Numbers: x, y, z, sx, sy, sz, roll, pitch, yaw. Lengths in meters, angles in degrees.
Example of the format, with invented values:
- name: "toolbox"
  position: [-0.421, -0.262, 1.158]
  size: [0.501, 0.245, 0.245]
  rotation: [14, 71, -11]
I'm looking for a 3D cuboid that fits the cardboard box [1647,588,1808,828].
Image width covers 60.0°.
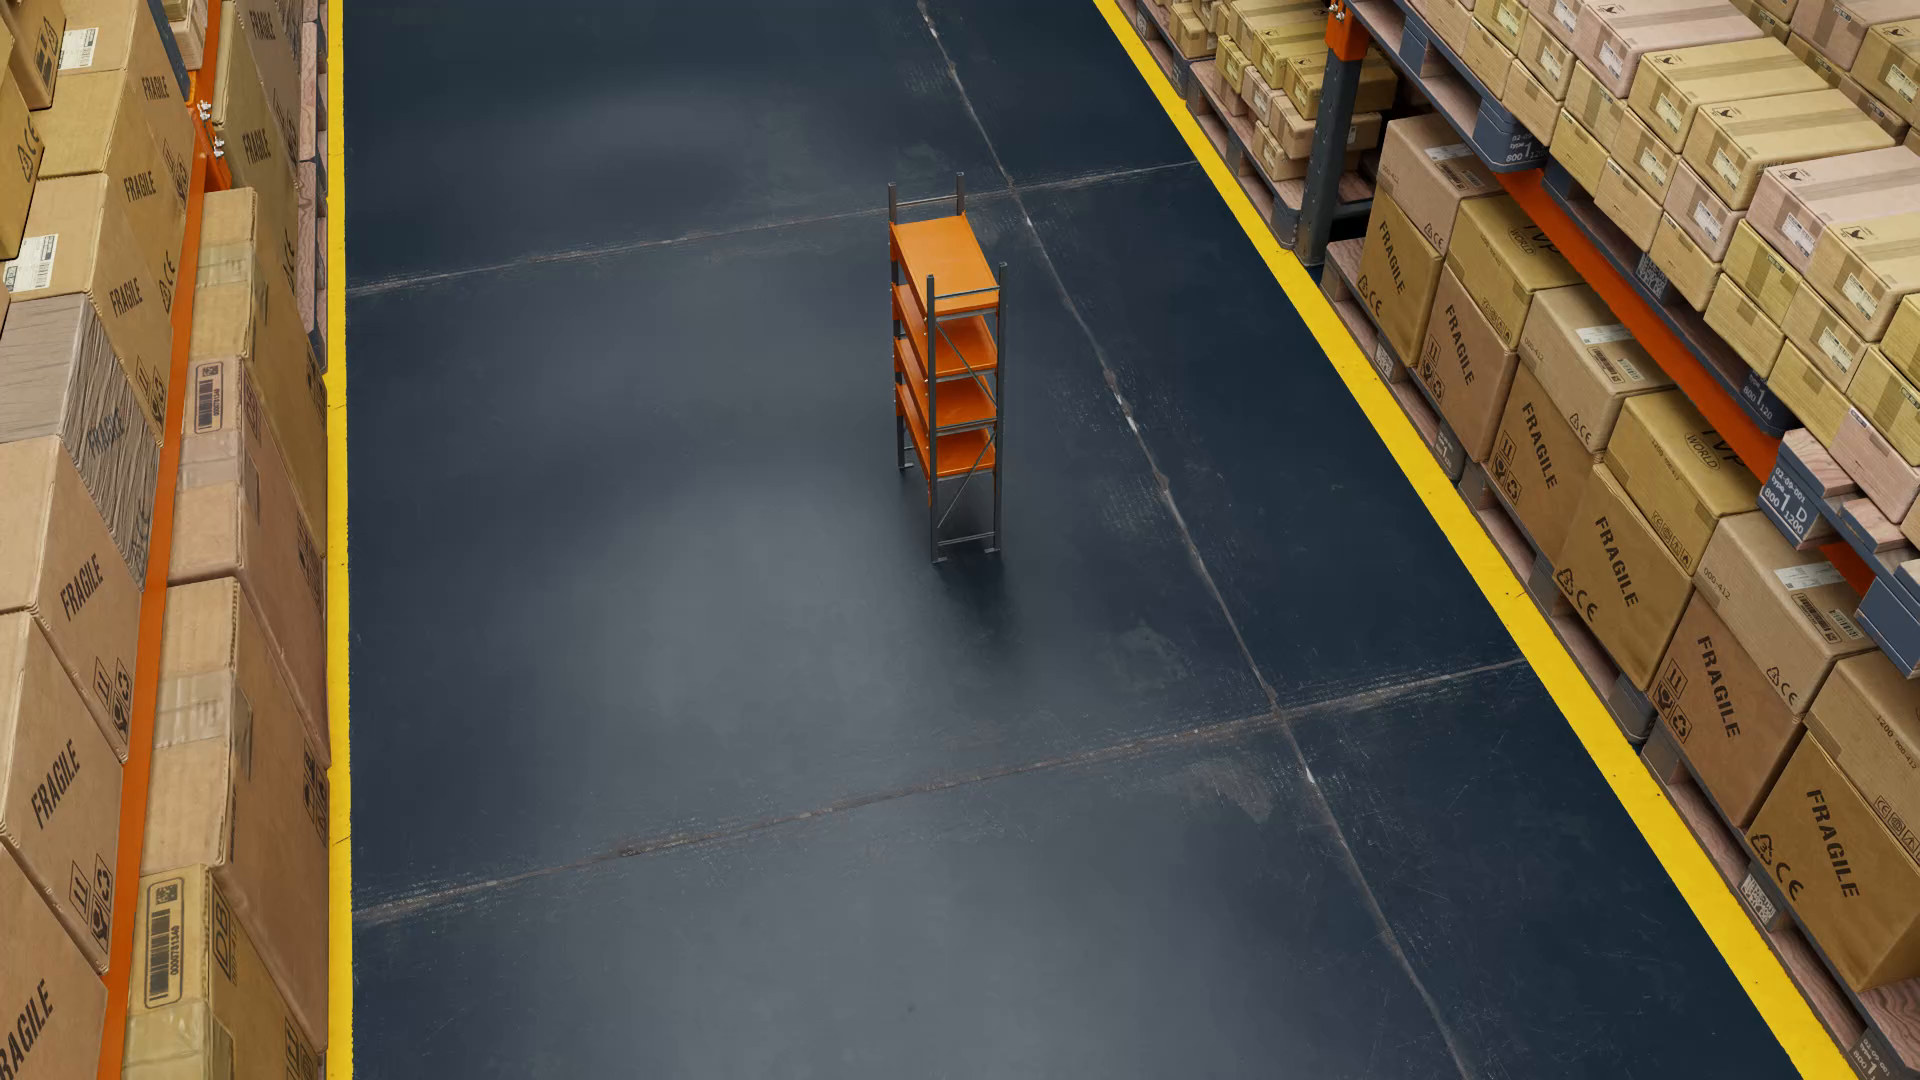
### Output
- name: "cardboard box"
  position: [2.358, 0.425, 4.689]
  size: [0.500, 0.500, 0.500]
  rotation: [-9, 46, -9]

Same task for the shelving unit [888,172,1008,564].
- name: "shelving unit"
  position: [-0.042, -0.534, 5.433]
  size: [0.258, 1.200, 0.503]
  rotation: [-11, 47, -10]

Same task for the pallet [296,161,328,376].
- name: "pallet"
  position: [-3.055, -1.025, 6.607]
  size: [1.003, 0.211, 1.213]
  rotation: [-11, 47, -10]

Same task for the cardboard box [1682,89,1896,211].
- name: "cardboard box"
  position: [2.011, -0.952, 4.048]
  size: [0.380, 0.149, 0.250]
  rotation: [-9, 46, -8]

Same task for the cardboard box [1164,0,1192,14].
- name: "cardboard box"
  position: [1.188, -2.563, 7.864]
  size: [0.380, 0.149, 0.250]
  rotation: [-10, 46, -10]

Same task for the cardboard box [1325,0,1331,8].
- name: "cardboard box"
  position: [1.782, -2.474, 7.360]
  size: [0.380, 0.149, 0.250]
  rotation: [-12, 47, -11]

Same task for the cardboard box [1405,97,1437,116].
- name: "cardboard box"
  position: [2.101, -1.861, 6.967]
  size: [0.380, 0.149, 0.250]
  rotation: [-9, 46, -8]

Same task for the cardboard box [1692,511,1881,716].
- name: "cardboard box"
  position: [2.340, 0.157, 4.427]
  size: [0.500, 0.250, 0.500]
  rotation: [-10, 46, -10]

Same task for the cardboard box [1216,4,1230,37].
- name: "cardboard box"
  position: [1.360, -2.269, 7.367]
  size: [0.380, 0.149, 0.250]
  rotation: [-10, 46, -10]

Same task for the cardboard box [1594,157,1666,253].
- name: "cardboard box"
  position: [1.942, -0.927, 4.440]
  size: [0.380, 0.149, 0.250]
  rotation: [-13, 47, -12]

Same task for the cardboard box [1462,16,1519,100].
- name: "cardboard box"
  position: [1.741, -1.465, 4.967]
  size: [0.380, 0.149, 0.250]
  rotation: [-10, 46, -10]

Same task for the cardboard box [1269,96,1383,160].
- name: "cardboard box"
  position: [1.496, -1.712, 6.821]
  size: [0.380, 0.149, 0.250]
  rotation: [-10, 46, -10]

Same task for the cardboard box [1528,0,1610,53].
- name: "cardboard box"
  position: [1.809, -1.492, 4.577]
  size: [0.380, 0.149, 0.250]
  rotation: [-11, 47, -11]

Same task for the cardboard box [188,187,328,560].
- name: "cardboard box"
  position: [-2.753, -0.427, 5.262]
  size: [1.225, 0.875, 0.875]
  rotation: [-11, 47, -10]

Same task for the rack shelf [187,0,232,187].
- name: "rack shelf"
  position: [-3.448, -2.591, 6.693]
  size: [1.077, 0.370, 4.000]
  rotation: [-11, 47, -10]

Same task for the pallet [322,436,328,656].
- name: "pallet"
  position: [-2.666, 0.033, 5.570]
  size: [1.003, 0.211, 1.213]
  rotation: [-11, 47, -10]

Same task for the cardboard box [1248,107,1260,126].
- name: "cardboard box"
  position: [1.469, -1.851, 7.166]
  size: [0.380, 0.149, 0.250]
  rotation: [-10, 46, -9]

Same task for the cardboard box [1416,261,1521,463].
- name: "cardboard box"
  position: [1.954, -0.647, 5.740]
  size: [0.500, 0.500, 0.500]
  rotation: [-9, 46, -9]

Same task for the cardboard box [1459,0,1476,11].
- name: "cardboard box"
  position: [1.675, -1.749, 5.038]
  size: [0.380, 0.149, 0.250]
  rotation: [-10, 46, -9]

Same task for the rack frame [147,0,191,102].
- name: "rack frame"
  position: [-2.936, -1.462, 5.082]
  size: [1.000, 3.000, 0.127]
  rotation: [-11, 47, -10]

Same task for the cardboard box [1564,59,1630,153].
- name: "cardboard box"
  position: [1.881, -1.201, 4.500]
  size: [0.380, 0.149, 0.250]
  rotation: [-11, 47, -11]

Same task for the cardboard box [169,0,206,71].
- name: "cardboard box"
  position: [-2.690, -1.639, 5.432]
  size: [0.380, 0.149, 0.250]
  rotation: [-11, 47, -10]

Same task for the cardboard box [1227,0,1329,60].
- name: "cardboard box"
  position: [1.367, -2.194, 7.085]
  size: [0.380, 0.149, 0.250]
  rotation: [-11, 47, -11]

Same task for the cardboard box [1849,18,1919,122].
- name: "cardboard box"
  position: [2.579, -1.239, 4.329]
  size: [0.380, 0.149, 0.250]
  rotation: [-11, 47, -11]

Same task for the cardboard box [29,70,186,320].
- name: "cardboard box"
  position: [-2.432, -0.881, 4.443]
  size: [0.500, 0.500, 0.500]
  rotation: [-9, 46, -9]

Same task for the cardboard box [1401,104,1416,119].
- name: "cardboard box"
  position: [2.102, -1.758, 7.075]
  size: [0.380, 0.149, 0.250]
  rotation: [-13, 47, -12]

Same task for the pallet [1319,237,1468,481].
- name: "pallet"
  position: [2.085, -0.786, 6.372]
  size: [1.003, 0.211, 1.213]
  rotation: [-11, 47, -10]

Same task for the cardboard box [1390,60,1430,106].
- name: "cardboard box"
  position: [1.996, -1.932, 6.829]
  size: [0.380, 0.149, 0.250]
  rotation: [-9, 46, -9]

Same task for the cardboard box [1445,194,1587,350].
- name: "cardboard box"
  position: [1.957, -0.908, 5.471]
  size: [0.500, 0.250, 0.500]
  rotation: [-10, 46, -9]

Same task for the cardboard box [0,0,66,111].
- name: "cardboard box"
  position: [-2.765, -1.408, 4.258]
  size: [0.797, 0.503, 0.637]
  rotation: [-12, 47, -11]

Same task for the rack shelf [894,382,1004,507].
- name: "rack shelf"
  position: [-0.042, -0.348, 5.623]
  size: [0.258, 0.148, 0.480]
  rotation: [-11, 47, -10]

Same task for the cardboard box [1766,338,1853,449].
- name: "cardboard box"
  position: [2.149, -0.375, 3.899]
  size: [0.380, 0.149, 0.250]
  rotation: [-11, 47, -11]

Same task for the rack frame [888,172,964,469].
- name: "rack frame"
  position: [-0.105, -0.703, 5.599]
  size: [0.240, 1.200, 0.015]
  rotation: [-11, 47, -10]

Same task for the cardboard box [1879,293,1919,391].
- name: "cardboard box"
  position: [2.211, -0.414, 3.521]
  size: [0.380, 0.149, 0.250]
  rotation: [-9, 46, -9]

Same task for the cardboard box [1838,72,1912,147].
- name: "cardboard box"
  position: [2.575, -1.145, 4.446]
  size: [0.380, 0.149, 0.250]
  rotation: [-9, 46, -9]

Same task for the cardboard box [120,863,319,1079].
- name: "cardboard box"
  position: [-2.069, 1.416, 3.455]
  size: [1.225, 0.875, 0.875]
  rotation: [-13, 47, -12]

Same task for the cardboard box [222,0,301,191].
- name: "cardboard box"
  position: [-3.258, -1.957, 6.761]
  size: [0.875, 0.875, 0.875]
  rotation: [-11, 47, -10]

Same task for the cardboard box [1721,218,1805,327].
- name: "cardboard box"
  position: [2.077, -0.669, 3.979]
  size: [0.380, 0.149, 0.250]
  rotation: [-11, 47, -11]

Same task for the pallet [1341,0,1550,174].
- name: "pallet"
  position: [1.939, -1.678, 5.428]
  size: [1.003, 0.211, 1.213]
  rotation: [-11, 47, -10]

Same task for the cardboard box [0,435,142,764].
- name: "cardboard box"
  position: [-2.042, 0.171, 3.412]
  size: [0.500, 0.500, 0.500]
  rotation: [-11, 47, -11]
